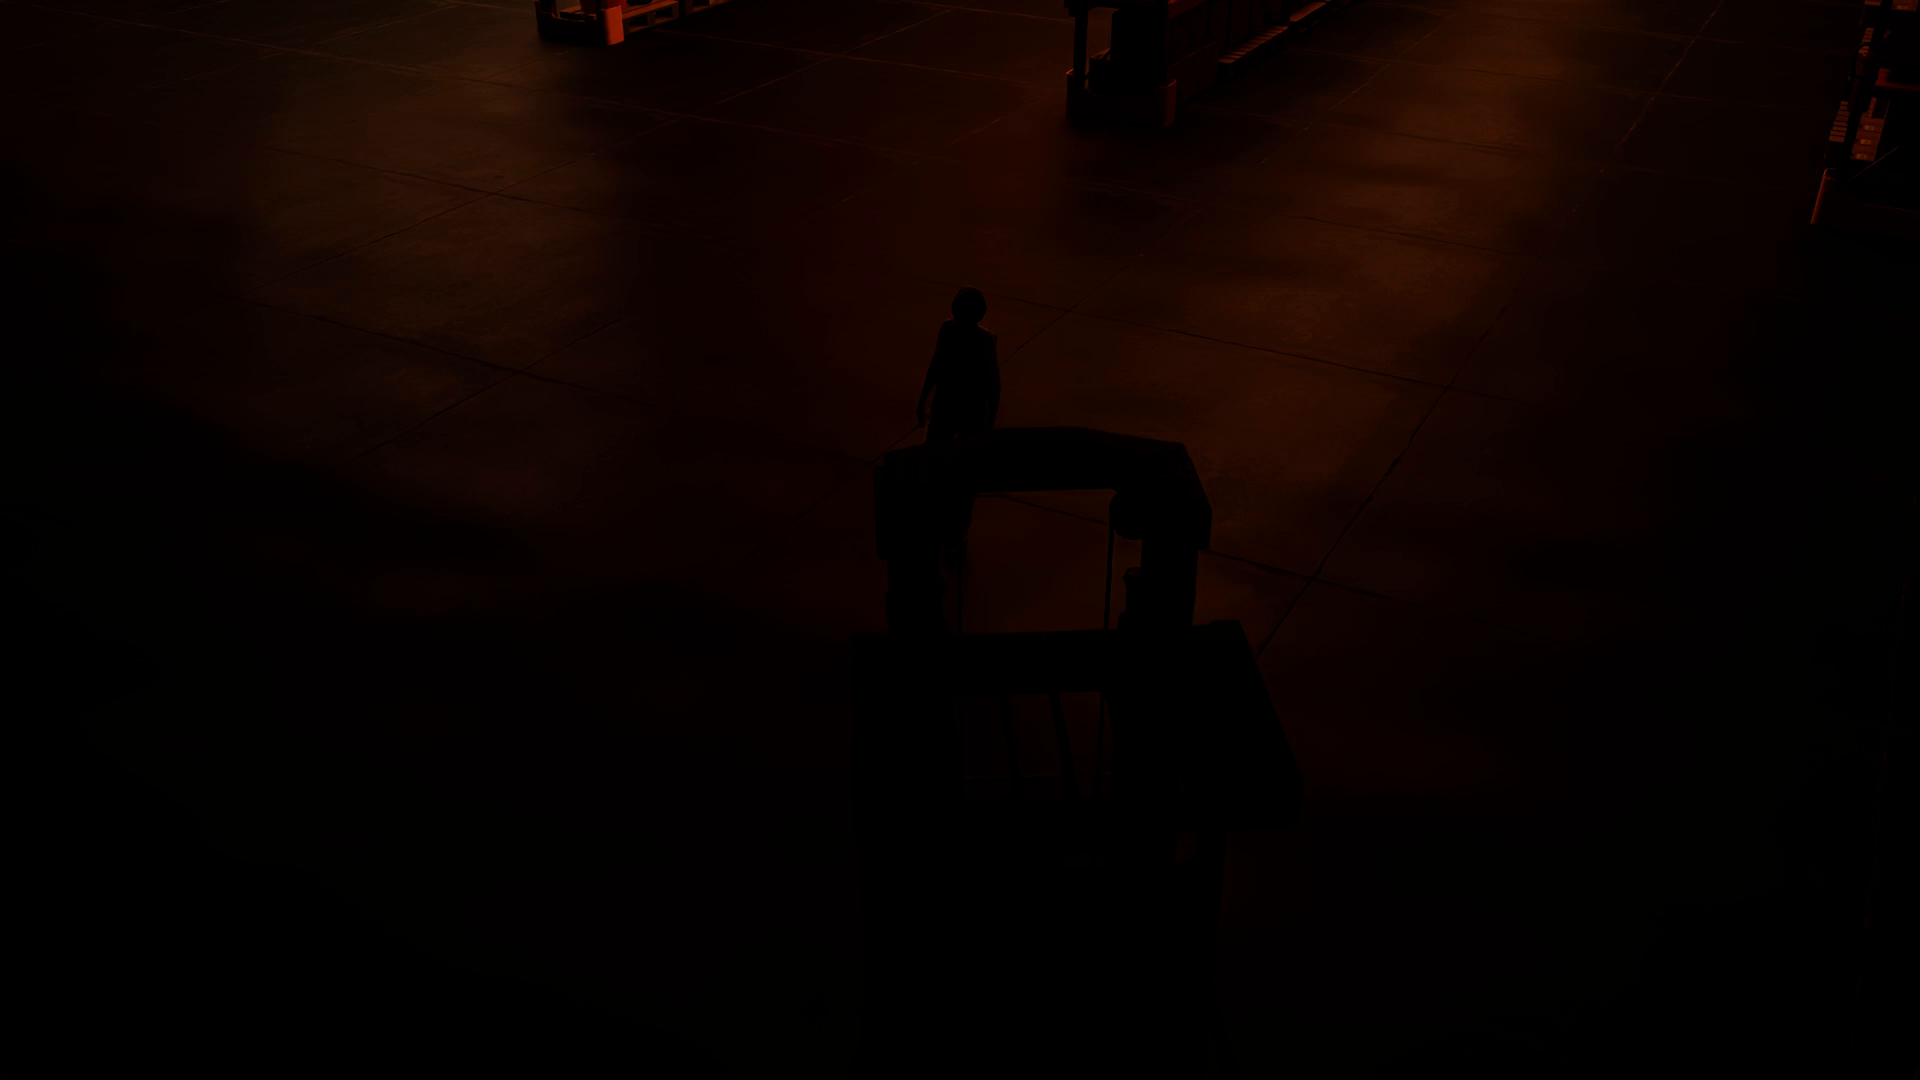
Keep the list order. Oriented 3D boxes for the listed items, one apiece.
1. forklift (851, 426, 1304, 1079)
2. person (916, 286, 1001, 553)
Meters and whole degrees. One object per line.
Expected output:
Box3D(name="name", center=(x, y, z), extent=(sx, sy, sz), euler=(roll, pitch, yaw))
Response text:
Box3D(name="forklift", center=(0.260, 1.281, 4.852), extent=(1.130, 2.935, 3.031), euler=(-2, 30, -3))
Box3D(name="person", center=(-0.049, -0.659, 9.555), extent=(0.520, 1.576, 0.473), euler=(15, 33, 25))
